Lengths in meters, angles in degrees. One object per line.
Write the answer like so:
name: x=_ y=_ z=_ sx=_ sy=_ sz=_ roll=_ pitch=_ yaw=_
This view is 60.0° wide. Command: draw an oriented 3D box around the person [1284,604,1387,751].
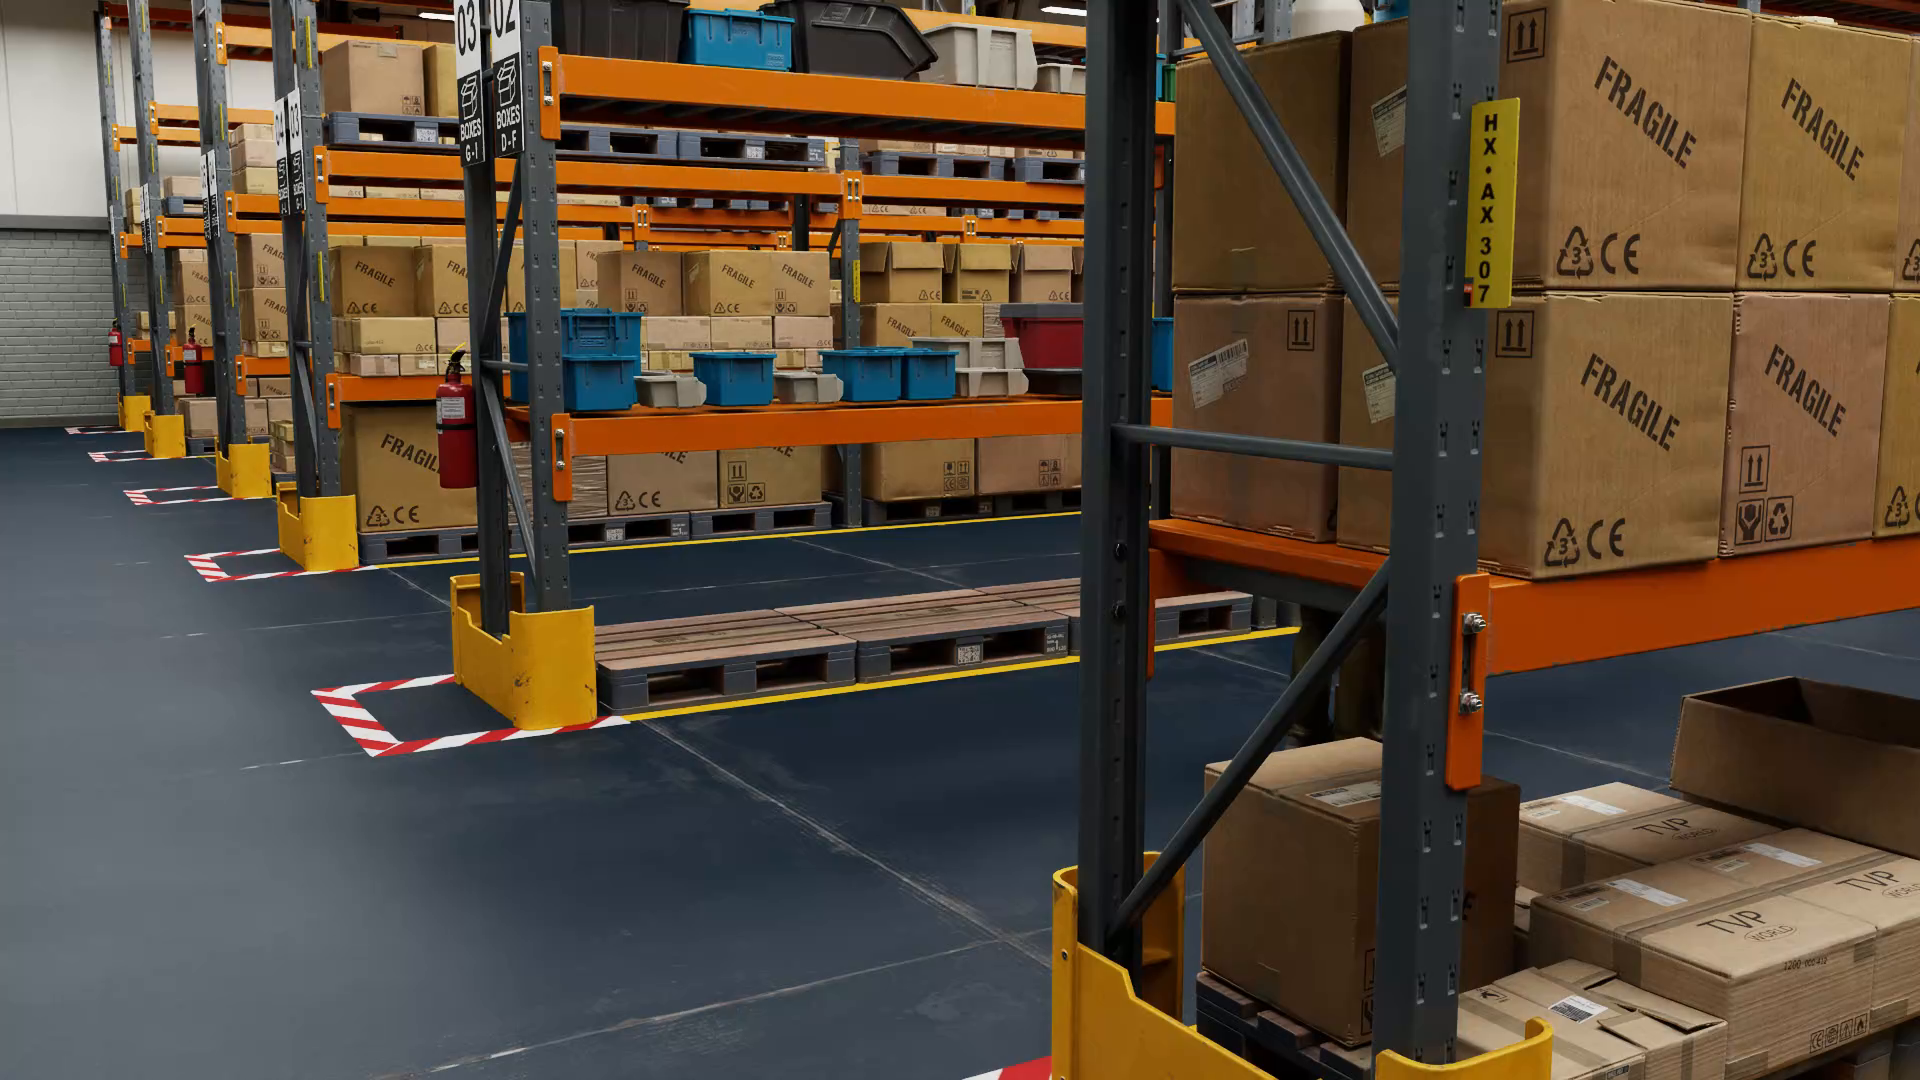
person: x=1.479 y=-0.018 z=6.505 sx=0.429 sy=1.772 sz=0.648 roll=-6 pitch=10 yaw=-34
